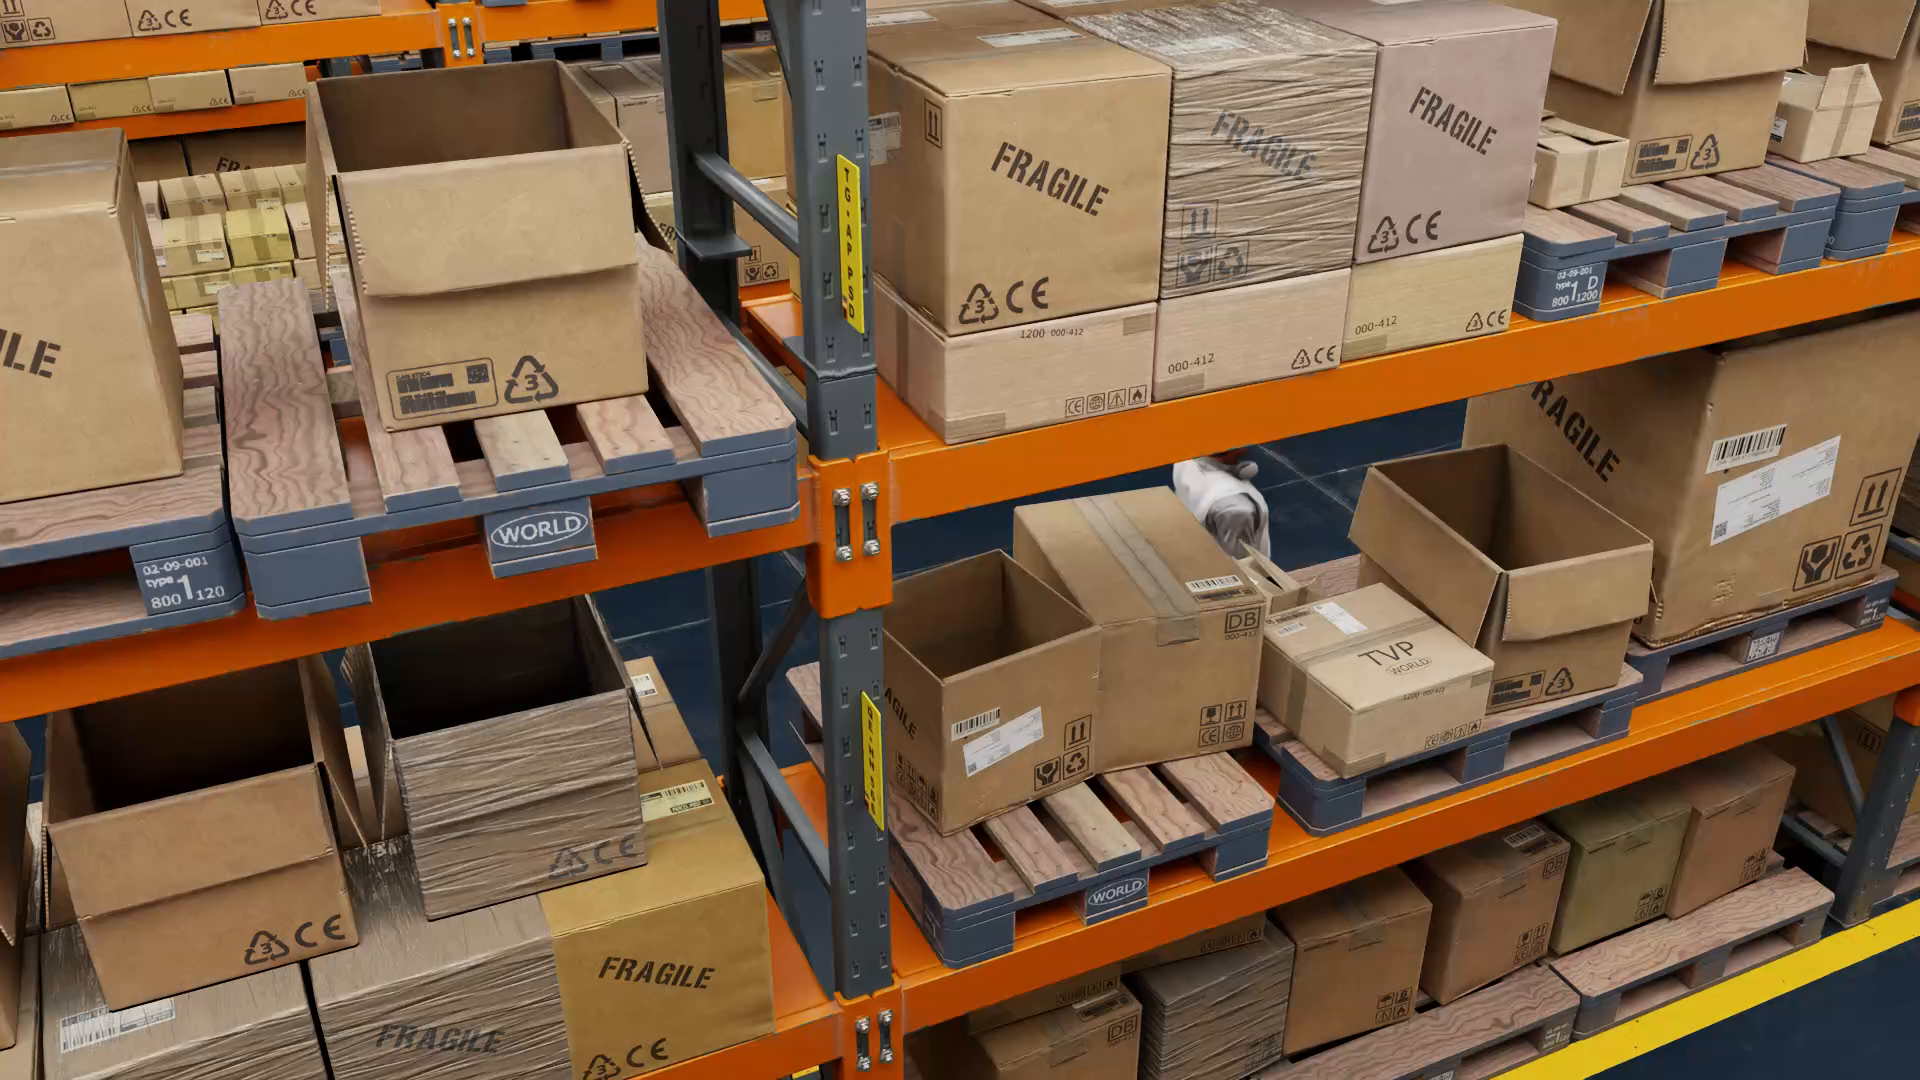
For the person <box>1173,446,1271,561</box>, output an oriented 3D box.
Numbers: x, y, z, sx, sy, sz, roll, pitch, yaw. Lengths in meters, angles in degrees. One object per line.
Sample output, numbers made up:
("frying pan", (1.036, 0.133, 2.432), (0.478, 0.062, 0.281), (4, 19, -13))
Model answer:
("person", (1.140, 0.190, 6.745), (0.585, 1.764, 0.587), (-6, 30, -10))
